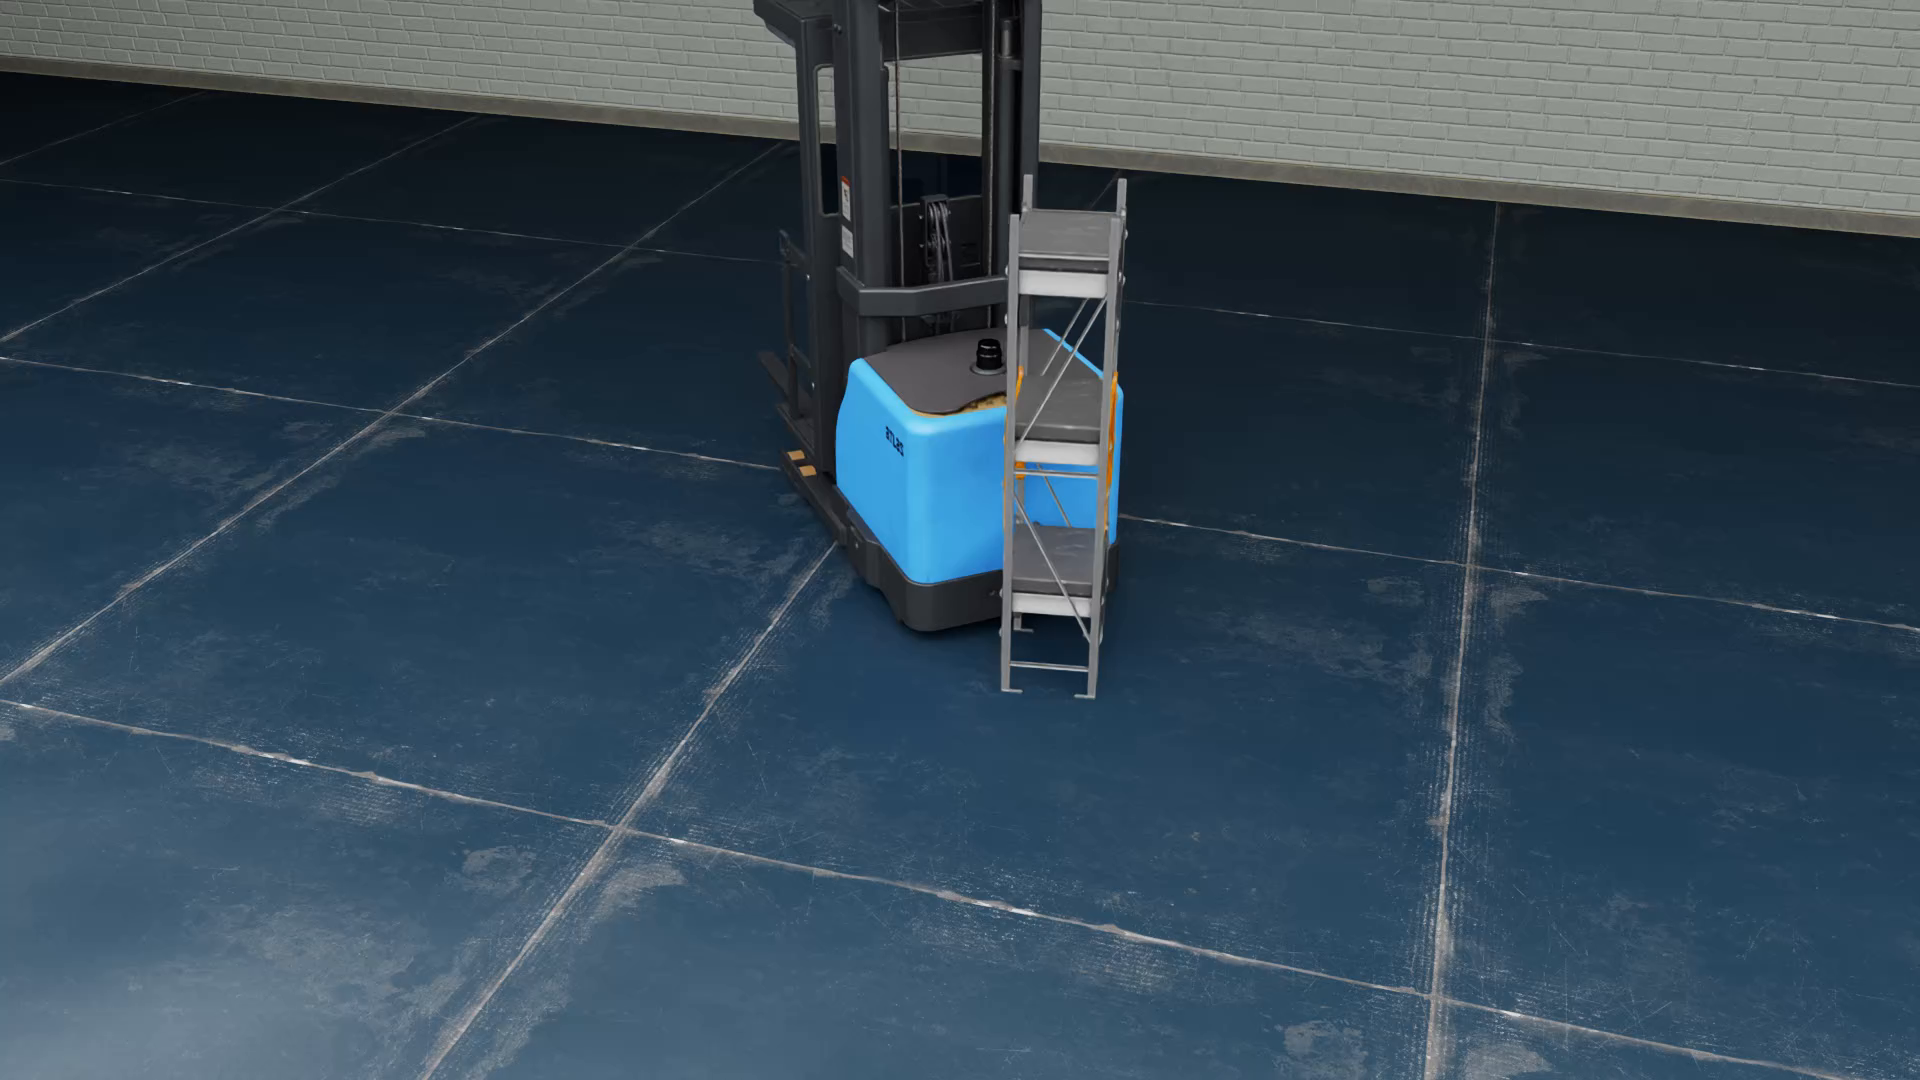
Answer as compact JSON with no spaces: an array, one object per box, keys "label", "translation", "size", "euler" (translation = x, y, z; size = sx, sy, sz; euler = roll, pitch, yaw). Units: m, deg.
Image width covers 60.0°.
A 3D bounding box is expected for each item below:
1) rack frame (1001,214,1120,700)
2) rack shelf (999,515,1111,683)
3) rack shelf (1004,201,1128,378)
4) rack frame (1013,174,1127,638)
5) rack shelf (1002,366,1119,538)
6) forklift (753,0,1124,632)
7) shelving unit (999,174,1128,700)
[{"label":"rack frame","translation":[0.378,-0.256,6.549],"size":[0.400,2.100,0.015],"euler":[4,30,7]},{"label":"rack shelf","translation":[0.409,0.247,7.110],"size":[0.431,0.518,0.480],"euler":[4,30,7]},{"label":"rack shelf","translation":[0.413,-0.973,6.423],"size":[0.431,0.518,0.480],"euler":[4,30,7]},{"label":"rack frame","translation":[0.444,-0.494,6.970],"size":[0.400,2.100,0.015],"euler":[4,30,7]},{"label":"rack shelf","translation":[0.411,-0.363,6.766],"size":[0.431,0.518,0.480],"euler":[4,30,7]},{"label":"forklift","translation":[-0.301,-1.573,8.063],"size":[1.130,2.935,3.031],"euler":[-11,31,-20]},{"label":"shelving unit","translation":[0.411,-0.375,6.760],"size":[0.431,2.100,0.503],"euler":[4,30,7]}]
